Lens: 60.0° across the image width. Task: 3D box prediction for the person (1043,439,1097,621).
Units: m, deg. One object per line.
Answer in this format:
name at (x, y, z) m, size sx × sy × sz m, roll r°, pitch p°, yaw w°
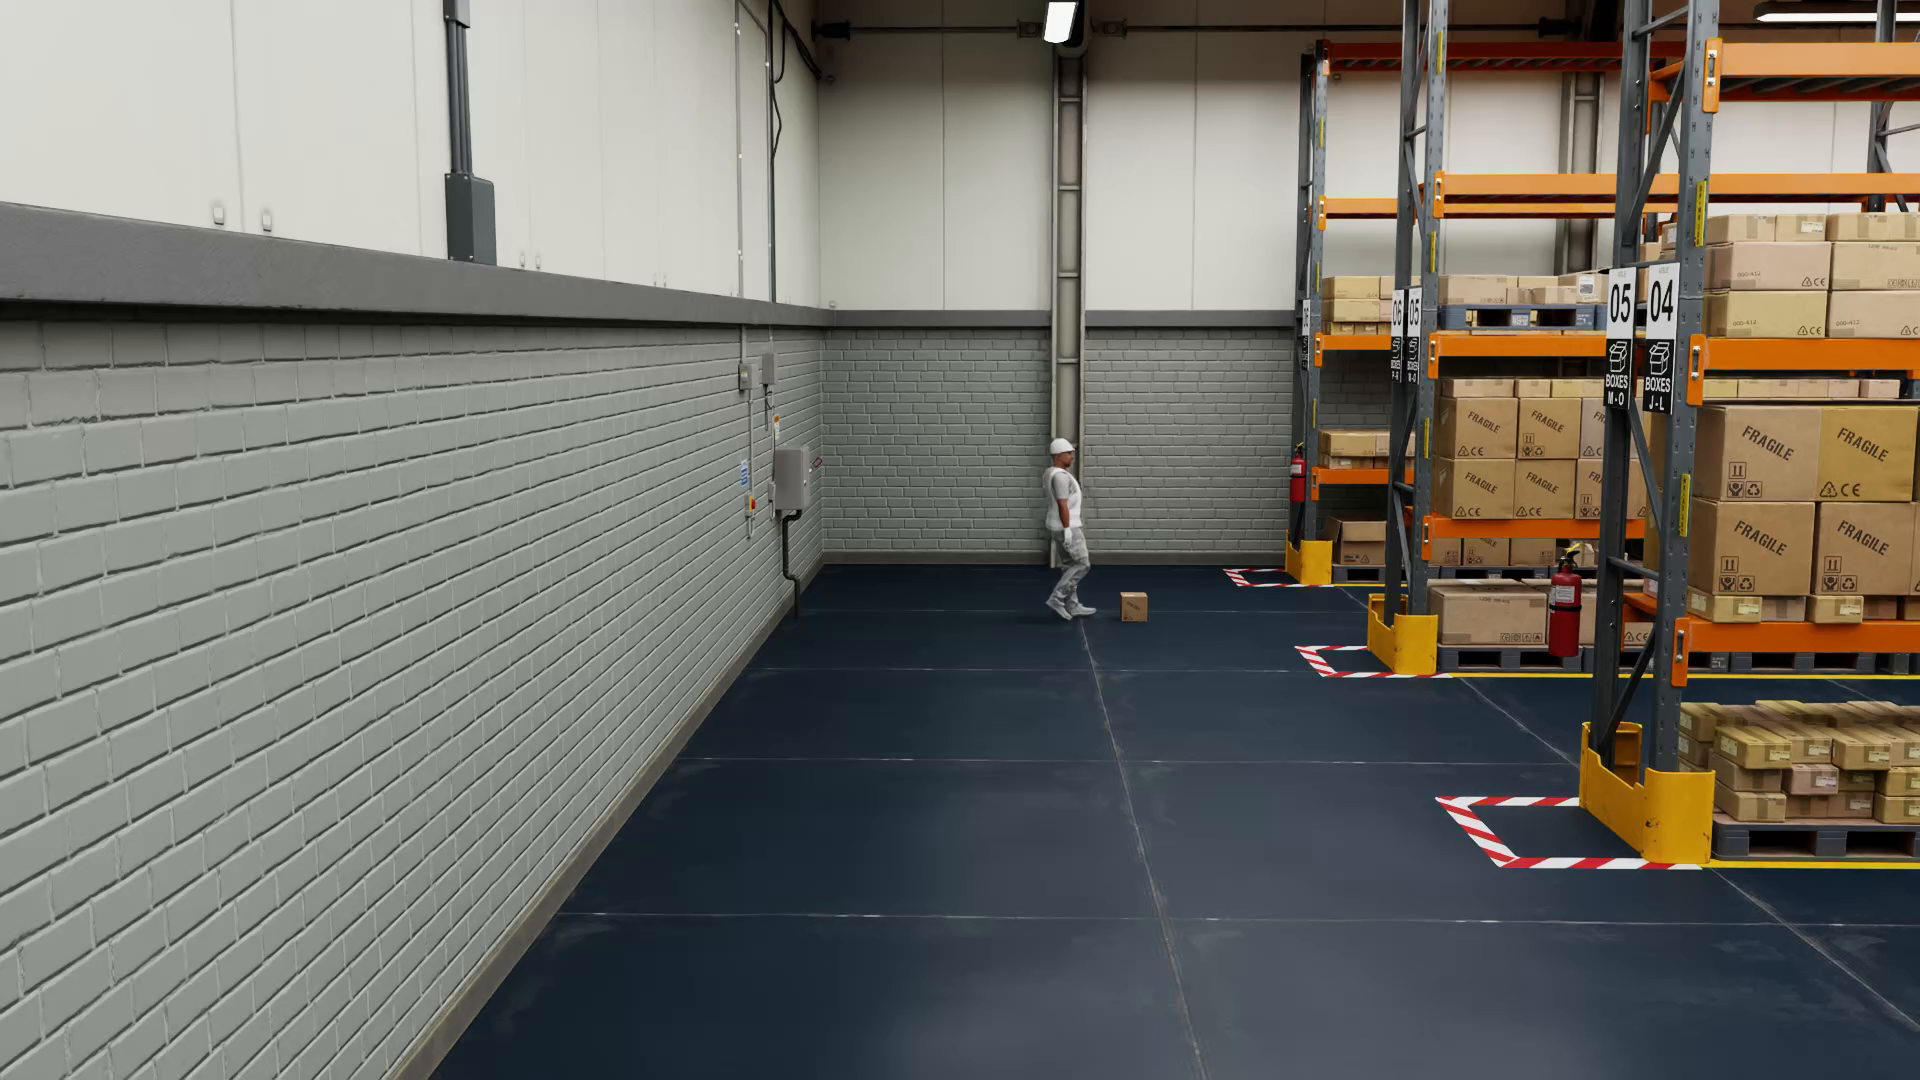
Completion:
person at (1.102, -0.113, 16.447) m, size 0.572 × 1.781 × 0.580 m, roll -1°, pitch 7°, yaw -10°
